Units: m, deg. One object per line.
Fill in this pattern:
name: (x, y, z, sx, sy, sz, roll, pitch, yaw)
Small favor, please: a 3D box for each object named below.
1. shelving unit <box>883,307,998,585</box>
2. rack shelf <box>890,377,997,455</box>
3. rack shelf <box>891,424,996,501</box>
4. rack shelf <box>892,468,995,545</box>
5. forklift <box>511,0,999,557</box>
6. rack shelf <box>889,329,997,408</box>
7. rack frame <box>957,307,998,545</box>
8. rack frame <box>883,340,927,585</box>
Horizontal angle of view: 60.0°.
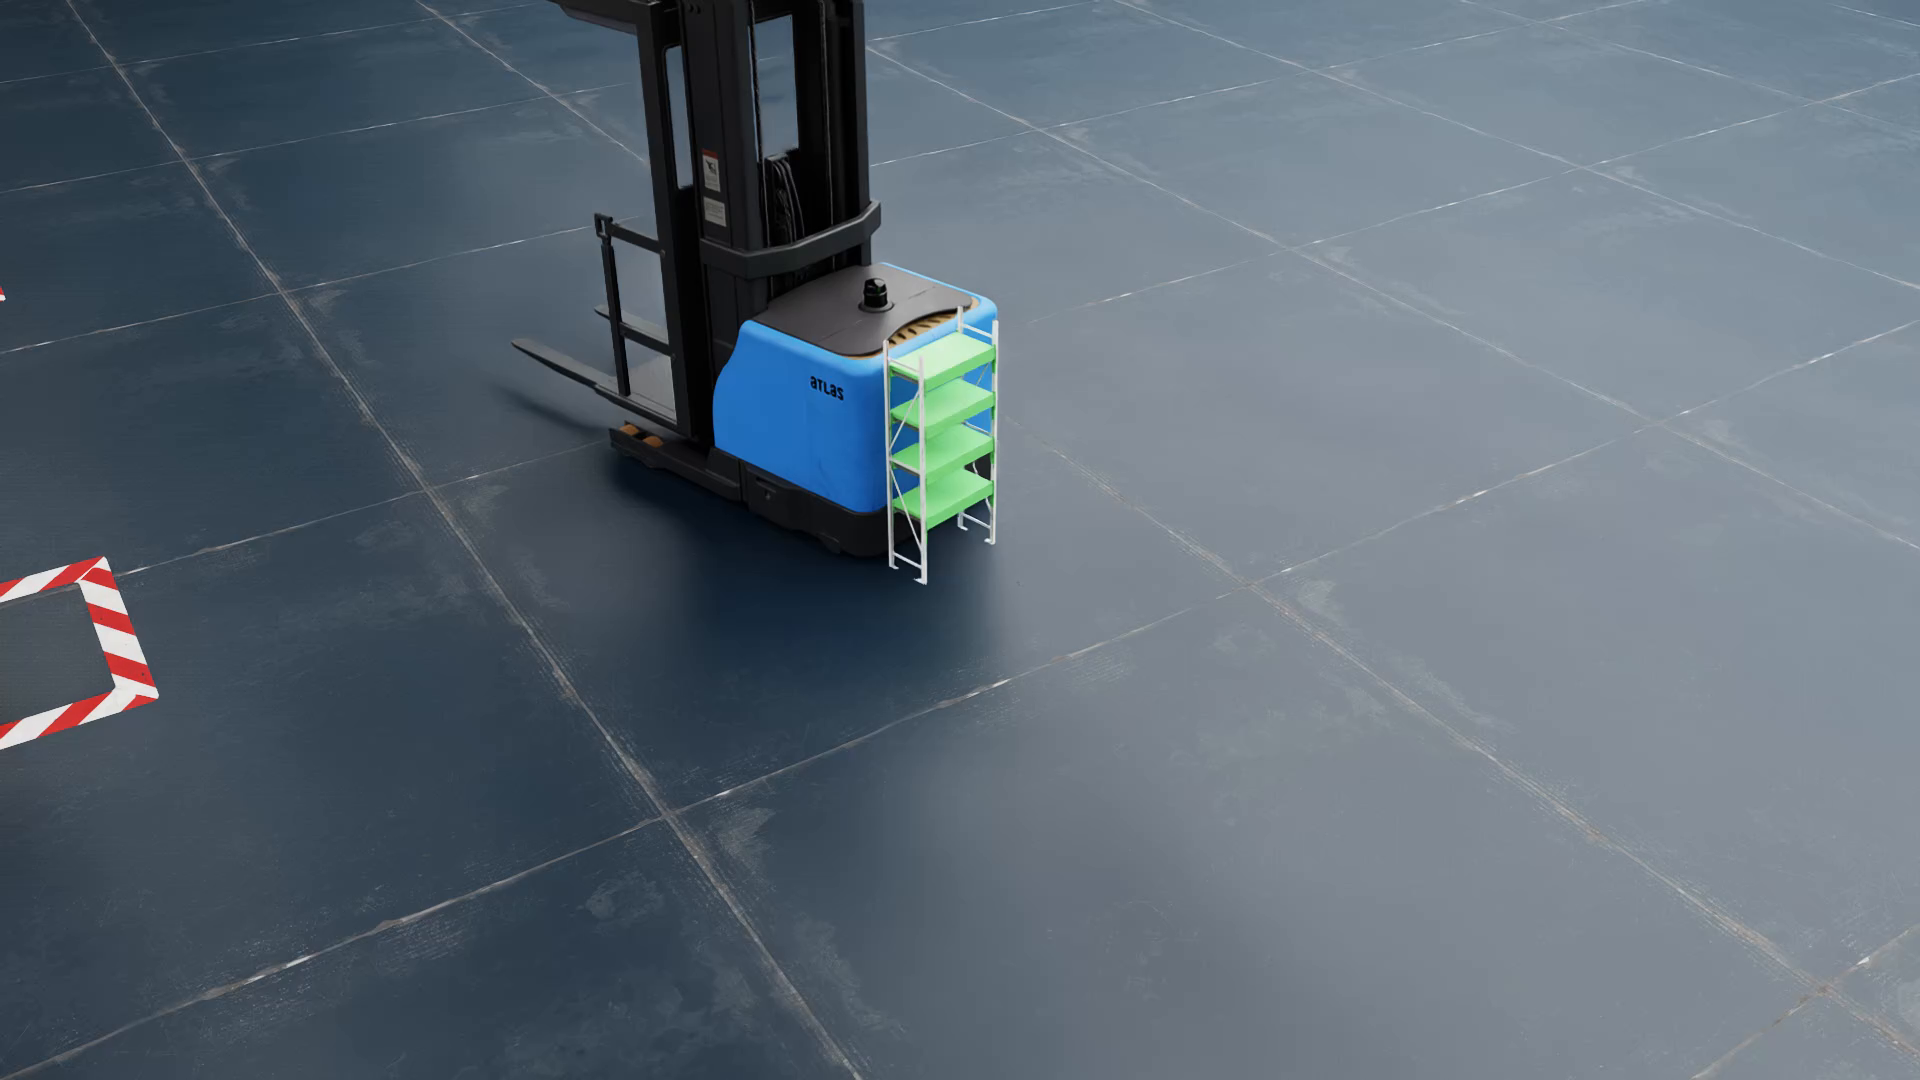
shelving unit: (-0.085, -0.435, 7.815, 0.258, 1.200, 0.503, 26, 41, 35)
rack shelf: (-0.085, -0.584, 7.721, 0.258, 0.148, 0.480, 26, 41, 35)
rack shelf: (-0.085, -0.381, 7.849, 0.258, 0.148, 0.480, 26, 41, 35)
rack shelf: (-0.085, -0.178, 7.977, 0.258, 0.148, 0.480, 26, 41, 35)
forklift: (-1.248, -1.813, 8.377, 3.031, 2.935, 1.130, 25, 40, 33)
rack shelf: (-0.085, -0.787, 7.593, 0.258, 0.148, 0.480, 26, 41, 35)
rack frame: (0.081, -0.530, 7.966, 0.240, 1.200, 0.015, 26, 41, 35)
rack frame: (-0.251, -0.339, 7.663, 0.240, 1.200, 0.015, 26, 41, 35)
